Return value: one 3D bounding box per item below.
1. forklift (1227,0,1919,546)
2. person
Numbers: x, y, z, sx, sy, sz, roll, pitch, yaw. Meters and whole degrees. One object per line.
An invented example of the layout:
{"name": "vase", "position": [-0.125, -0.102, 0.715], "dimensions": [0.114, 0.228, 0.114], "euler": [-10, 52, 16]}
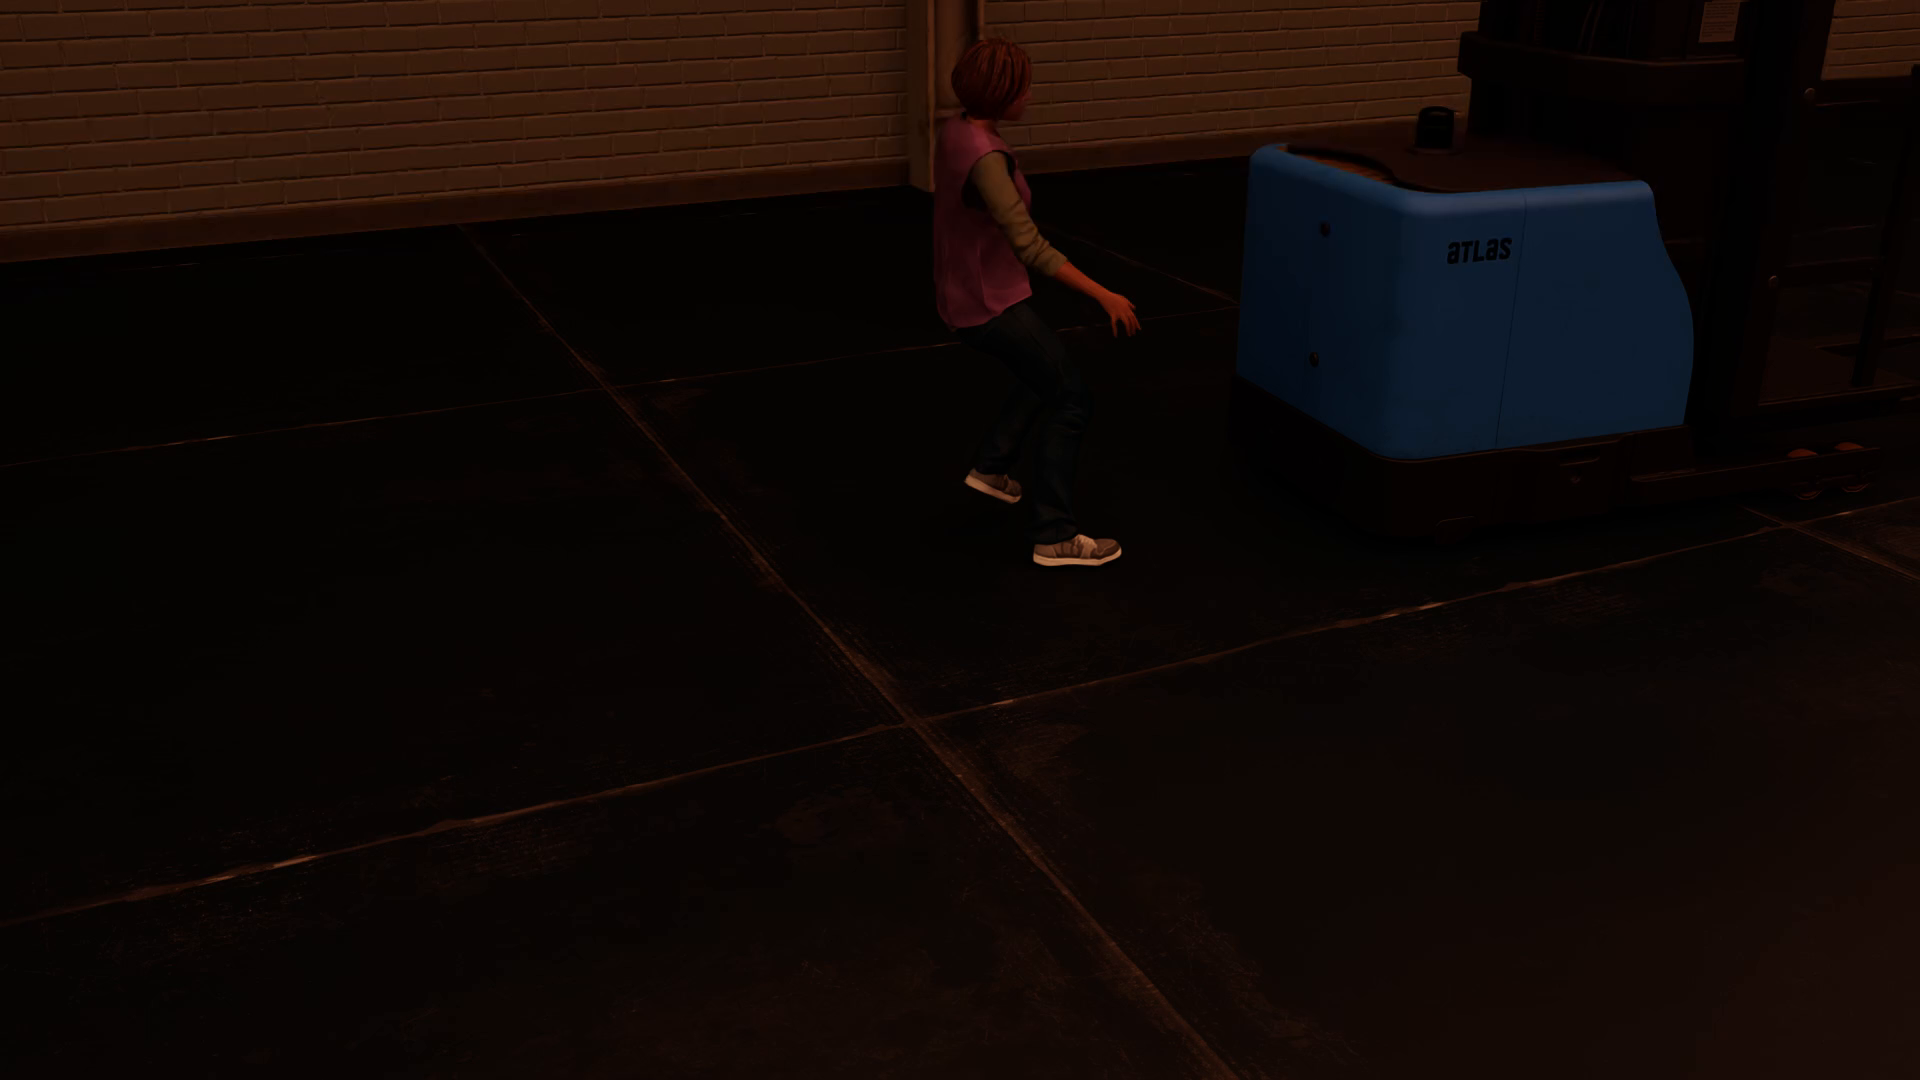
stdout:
{"name": "forklift", "position": [2.499, -1.665, 5.295], "dimensions": [3.031, 2.935, 1.130], "euler": [-8, 24, -18]}
{"name": "person", "position": [0.195, -0.708, 4.870], "dimensions": [0.517, 1.480, 0.669], "euler": [-4, 23, -9]}
